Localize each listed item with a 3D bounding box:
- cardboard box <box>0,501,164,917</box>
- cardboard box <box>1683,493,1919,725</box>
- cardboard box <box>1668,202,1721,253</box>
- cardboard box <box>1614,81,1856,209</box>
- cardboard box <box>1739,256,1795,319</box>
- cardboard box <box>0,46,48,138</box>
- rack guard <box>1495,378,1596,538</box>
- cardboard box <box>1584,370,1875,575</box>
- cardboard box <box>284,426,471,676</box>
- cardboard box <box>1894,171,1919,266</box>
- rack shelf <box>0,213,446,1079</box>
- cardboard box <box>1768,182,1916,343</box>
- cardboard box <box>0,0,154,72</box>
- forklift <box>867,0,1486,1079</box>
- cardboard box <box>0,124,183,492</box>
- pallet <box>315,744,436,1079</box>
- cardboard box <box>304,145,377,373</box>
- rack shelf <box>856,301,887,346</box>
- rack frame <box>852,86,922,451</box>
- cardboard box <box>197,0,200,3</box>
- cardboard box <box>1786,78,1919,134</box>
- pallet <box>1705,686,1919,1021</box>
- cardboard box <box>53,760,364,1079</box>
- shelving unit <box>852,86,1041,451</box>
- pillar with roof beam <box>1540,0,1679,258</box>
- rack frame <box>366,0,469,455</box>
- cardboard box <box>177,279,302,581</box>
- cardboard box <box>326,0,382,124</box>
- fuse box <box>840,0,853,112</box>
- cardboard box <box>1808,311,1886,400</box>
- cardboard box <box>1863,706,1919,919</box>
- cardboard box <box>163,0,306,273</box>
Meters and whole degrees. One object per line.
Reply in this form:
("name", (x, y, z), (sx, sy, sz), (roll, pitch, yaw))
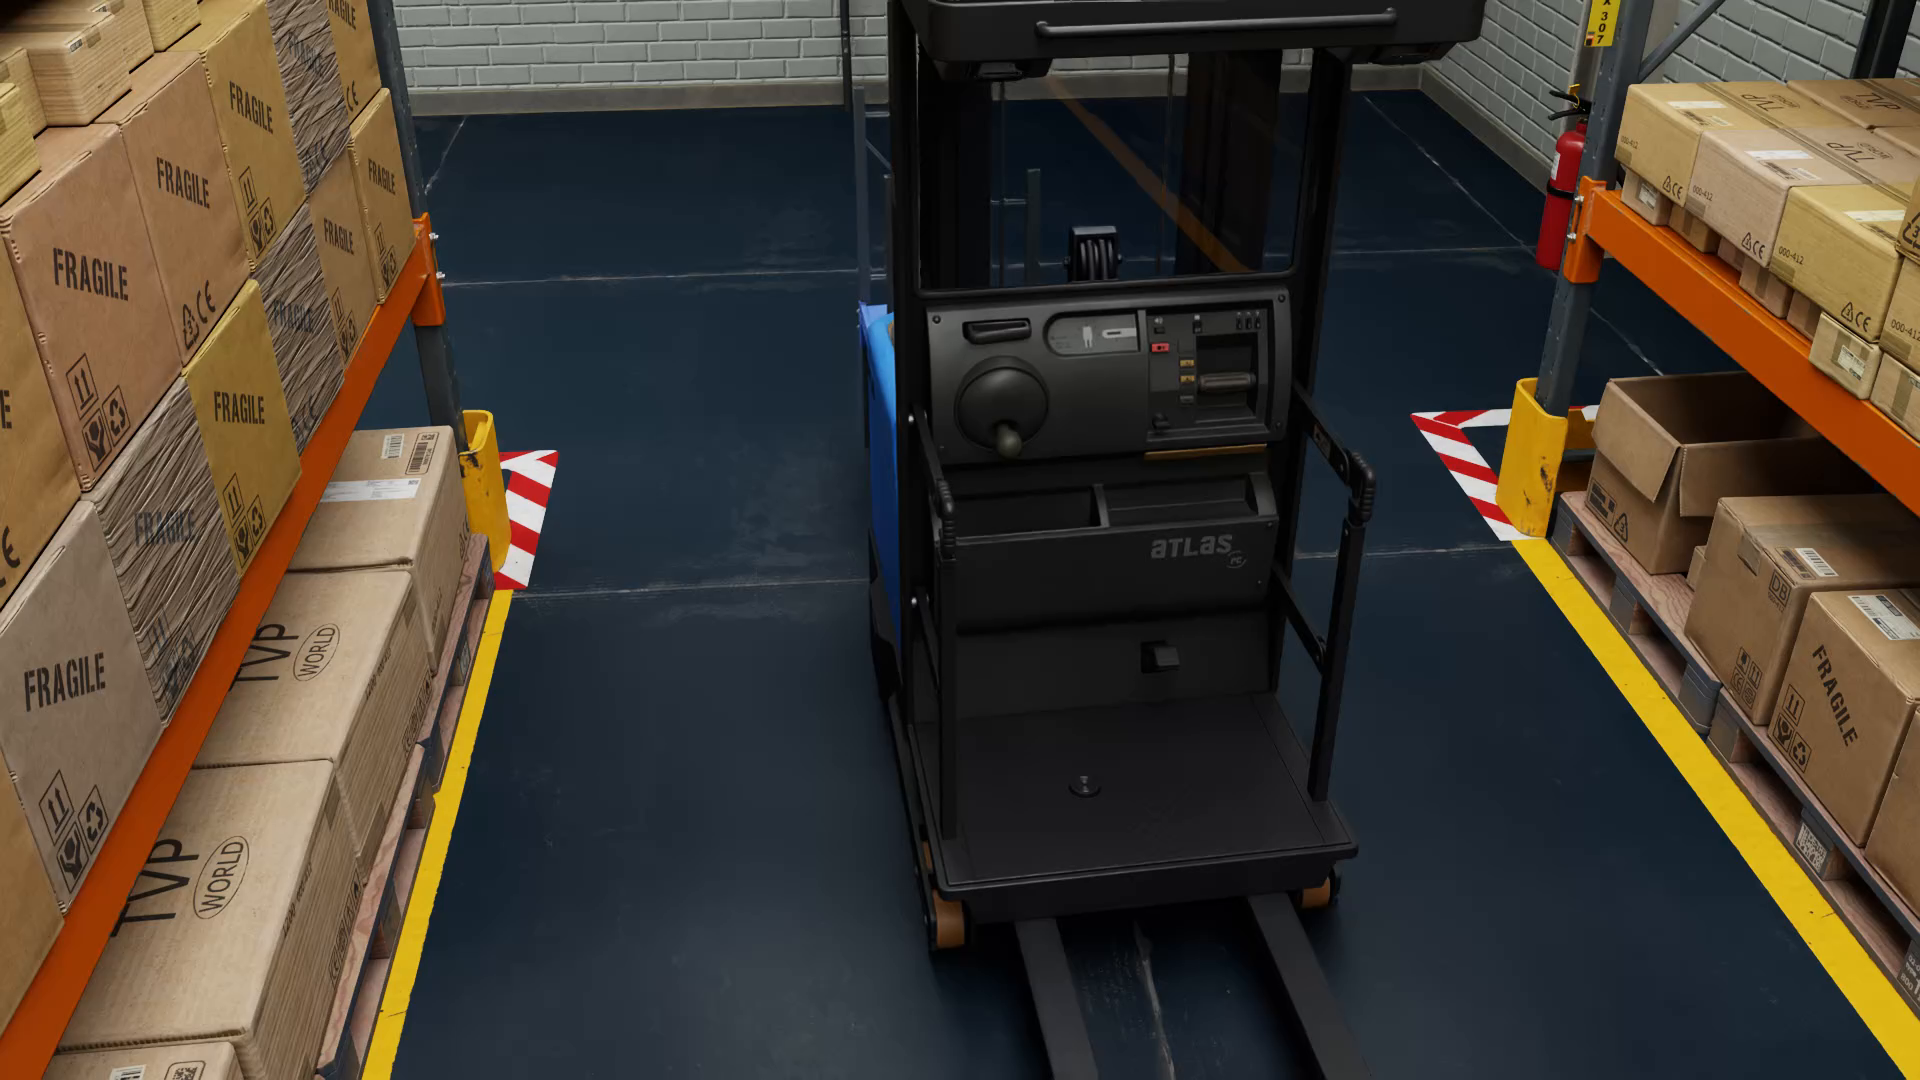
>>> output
("cardboard box", (-1.715, 0.282, 2.755), (0.500, 0.500, 0.500), (-3, 31, -4))
("cardboard box", (2.683, 0.200, 5.018), (0.700, 0.500, 0.500), (-2, 31, -3))
("cardboard box", (2.507, -1.031, 5.296), (0.380, 0.149, 0.250), (-2, 31, -3))
("cardboard box", (2.453, -1.267, 5.301), (0.500, 0.250, 0.500), (-3, 31, -4))
("cardboard box", (2.528, -0.767, 4.854), (0.380, 0.149, 0.250), (-2, 31, -3))
("cardboard box", (-1.829, -0.740, 2.858), (0.380, 0.149, 0.250), (-3, 31, -5))
("rack guard", (2.686, -0.336, 6.325), (1.175, 0.500, 0.348), (-3, 31, -5))
("cardboard box", (2.642, -0.240, 5.751), (0.797, 0.503, 0.637), (-4, 31, -7))
("cardboard box", (-2.101, 0.044, 5.341), (0.875, 0.438, 0.875), (-4, 31, -6))
("cardboard box", (2.594, -0.823, 3.827), (0.500, 0.500, 0.500), (-2, 31, -3))
("rack shelf", (-2.076, 0.122, 3.822), (1.077, 0.370, 4.000), (-3, 31, -5))
("cardboard box", (2.551, -0.751, 4.438), (0.500, 0.250, 0.500), (-3, 31, -6))
("cardboard box", (-1.850, -1.001, 3.296), (0.380, 0.149, 0.250), (-2, 31, -3))
("forklift", (0.416, -0.368, 4.007), (1.130, 2.935, 3.031), (-4, 31, -7))
("cardboard box", (-1.770, -0.413, 2.944), (0.500, 0.500, 0.500), (-2, 31, -4))
("pallet", (-1.999, 1.015, 4.345), (1.003, 0.211, 1.213), (-3, 31, -5))
("cardboard box", (-1.922, -0.760, 4.500), (0.500, 0.500, 0.500), (-3, 31, -6))
("rack shelf", (-0.069, -0.626, 6.186), (0.538, 0.185, 1.000), (-4, 31, -7))
("rack frame", (-0.146, -1.038, 6.525), (0.500, 1.500, 0.032), (-4, 31, -7))
("cardboard box", (-1.937, -1.261, 3.732), (0.380, 0.149, 0.250), (-3, 31, -5))
("cardboard box", (2.986, -1.289, 5.339), (0.500, 0.250, 0.500), (-2, 31, -3))
("pallet", (2.873, 0.817, 4.677), (1.003, 0.211, 1.213), (-3, 31, -5))
("cardboard box", (-1.925, 0.971, 3.788), (0.875, 0.438, 0.875), (-4, 31, -6))
("shelving unit", (-0.069, -0.780, 6.094), (0.538, 1.500, 1.048), (-4, 31, -7))
("pillar with roof beam", (-0.961, -5.237, 6.242), (9.100, 9.000, 0.400), (-3, 31, -5))
("rack frame", (-2.262, -1.208, 5.347), (1.000, 3.000, 0.127), (-3, 31, -5))
("cardboard box", (-1.803, -0.235, 3.621), (0.500, 0.500, 0.500), (-2, 31, -3))
("cardboard box", (-1.980, -1.446, 4.672), (0.500, 0.500, 0.500), (-2, 31, -3))
("fuse box", (-0.707, -3.559, 10.539), (0.539, 1.711, 0.414), (-3, 31, -5))
("cardboard box", (2.508, -0.499, 4.405), (0.380, 0.149, 0.250), (-4, 31, -6))
("cardboard box", (2.780, 0.730, 4.130), (0.700, 0.500, 0.500), (-4, 31, -6))
("cardboard box", (-1.859, -0.927, 3.805), (0.500, 0.500, 0.500), (-3, 31, -5))
